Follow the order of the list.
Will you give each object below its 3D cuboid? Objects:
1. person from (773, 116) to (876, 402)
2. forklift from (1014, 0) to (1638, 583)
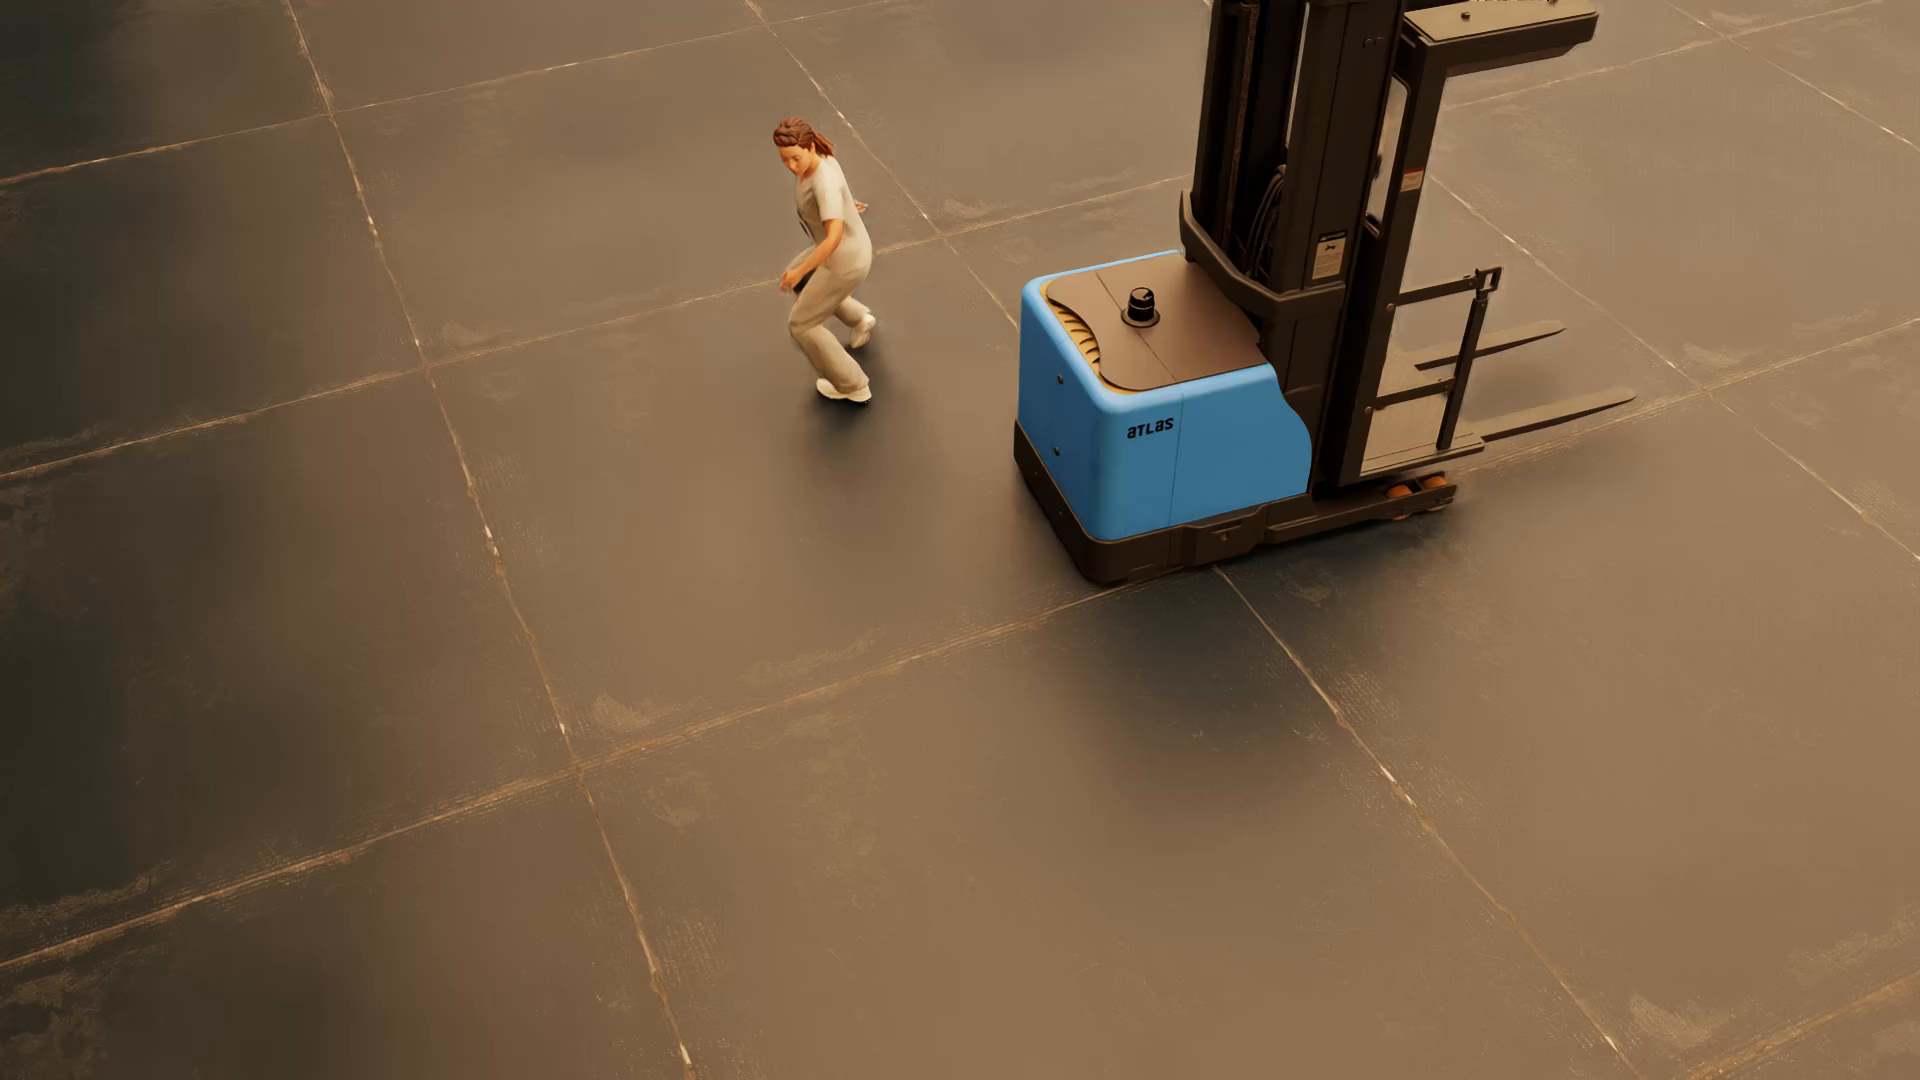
[{"bbox_3d":[-0.665,-1.440,8.313,0.456,1.548,0.885,-2,43,-2],"label":"person"},{"bbox_3d":[1.837,-1.494,7.281,3.031,2.935,1.130,-14,45,-14],"label":"forklift"}]
